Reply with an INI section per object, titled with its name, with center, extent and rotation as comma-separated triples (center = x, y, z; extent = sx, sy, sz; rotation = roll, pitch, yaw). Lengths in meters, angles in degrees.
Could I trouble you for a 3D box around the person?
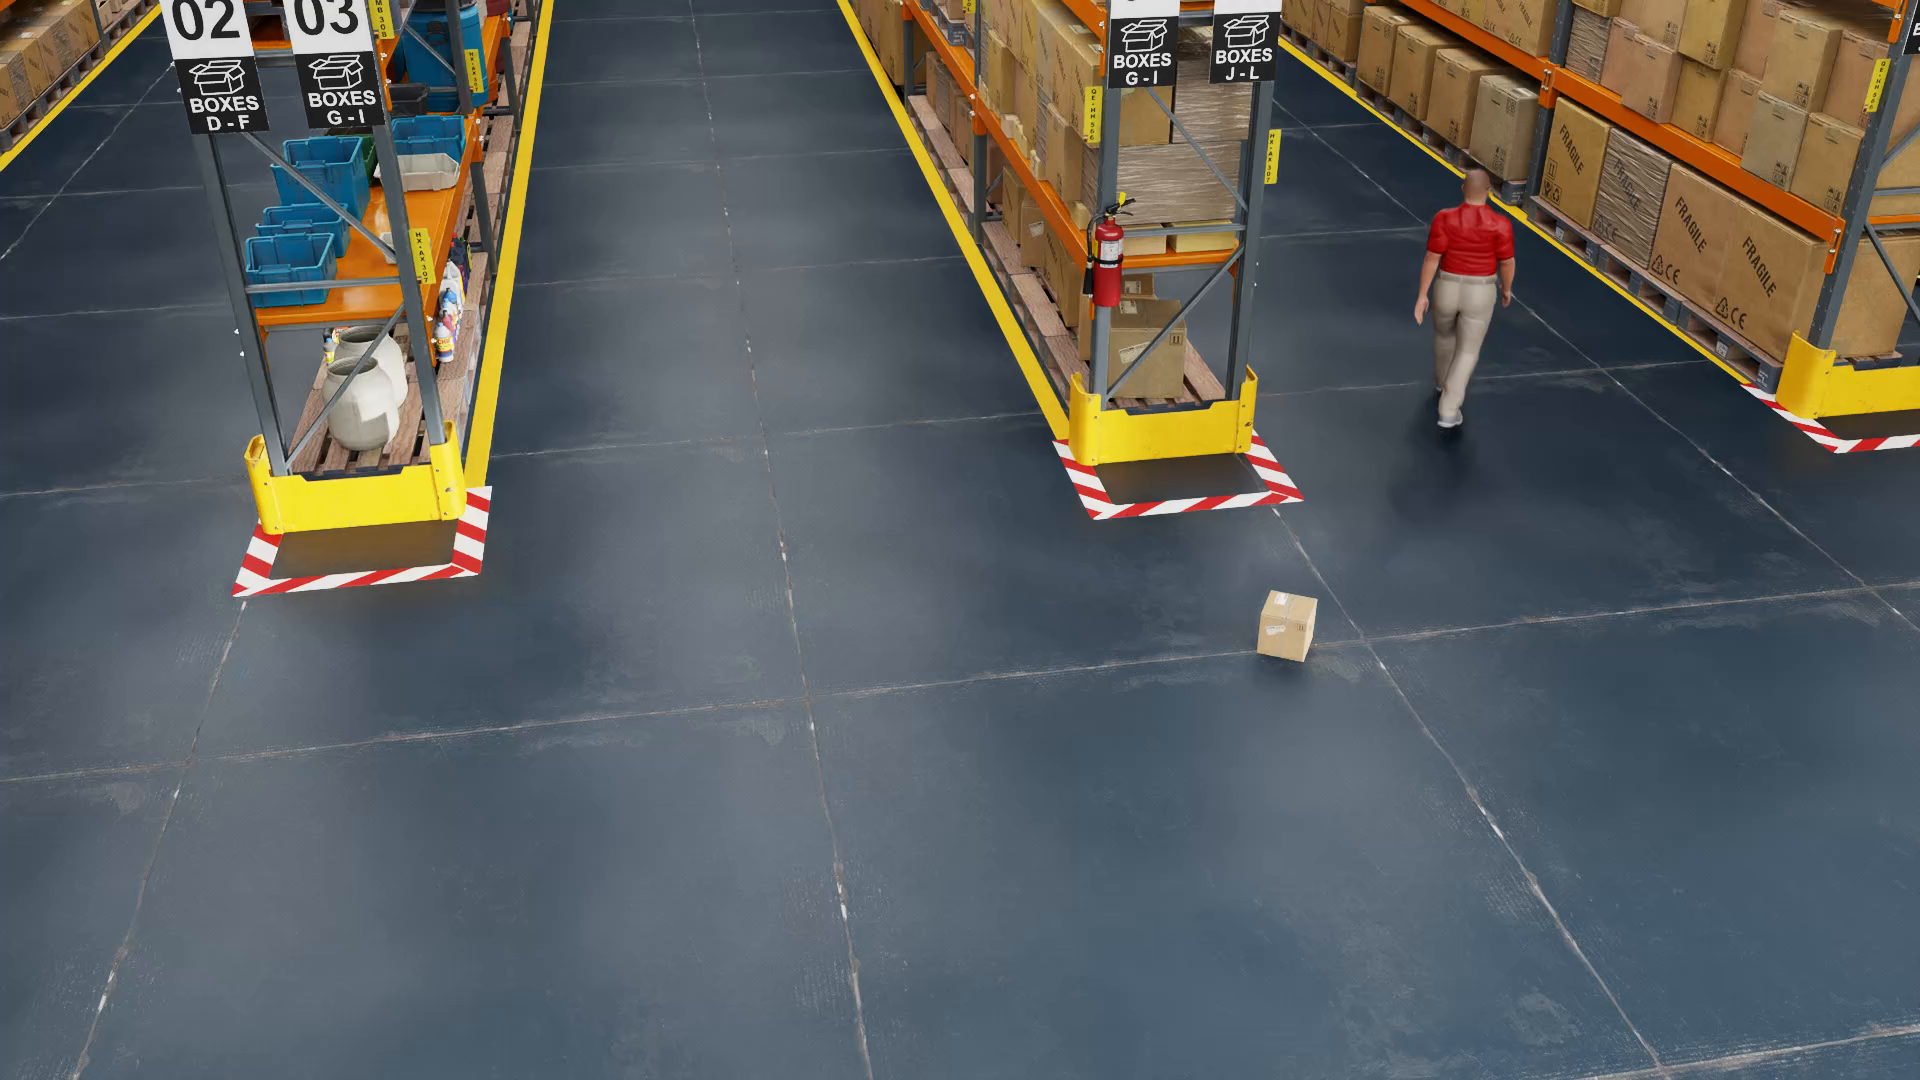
[person]
center = 3.332, -1.633, 10.935
extent = 0.551, 1.678, 1.040
rotation = 16, 34, 25
